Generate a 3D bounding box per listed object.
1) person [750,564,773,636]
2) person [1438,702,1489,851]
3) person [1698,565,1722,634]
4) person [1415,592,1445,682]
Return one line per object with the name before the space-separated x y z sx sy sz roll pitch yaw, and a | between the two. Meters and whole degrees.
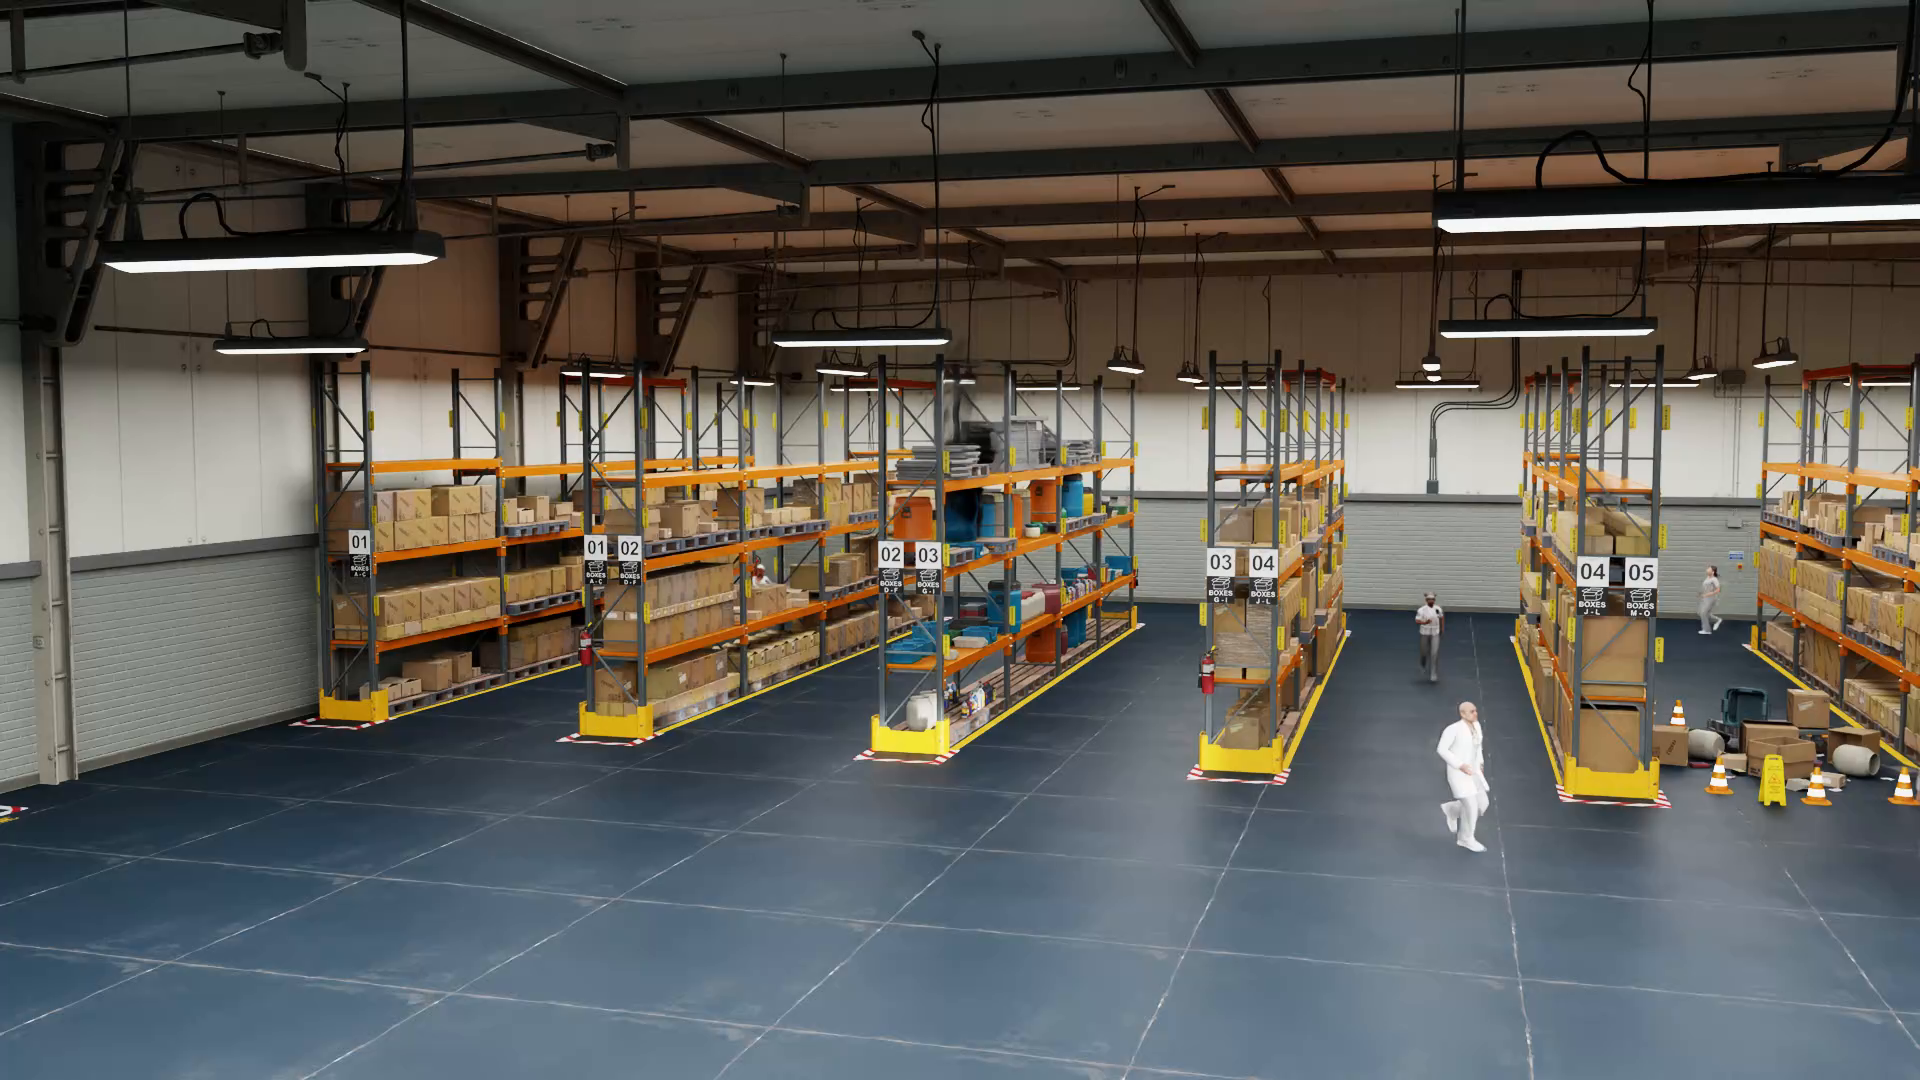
person | -4.571 1.428 37.756 0.659 1.742 0.599 1 4 13
person | 5.893 2.752 19.487 0.729 1.737 0.567 -3 5 -32
person | 17.636 1.403 39.024 0.594 1.617 0.563 0 4 -3
person | 9.100 1.836 32.183 0.575 1.685 0.938 1 4 11
